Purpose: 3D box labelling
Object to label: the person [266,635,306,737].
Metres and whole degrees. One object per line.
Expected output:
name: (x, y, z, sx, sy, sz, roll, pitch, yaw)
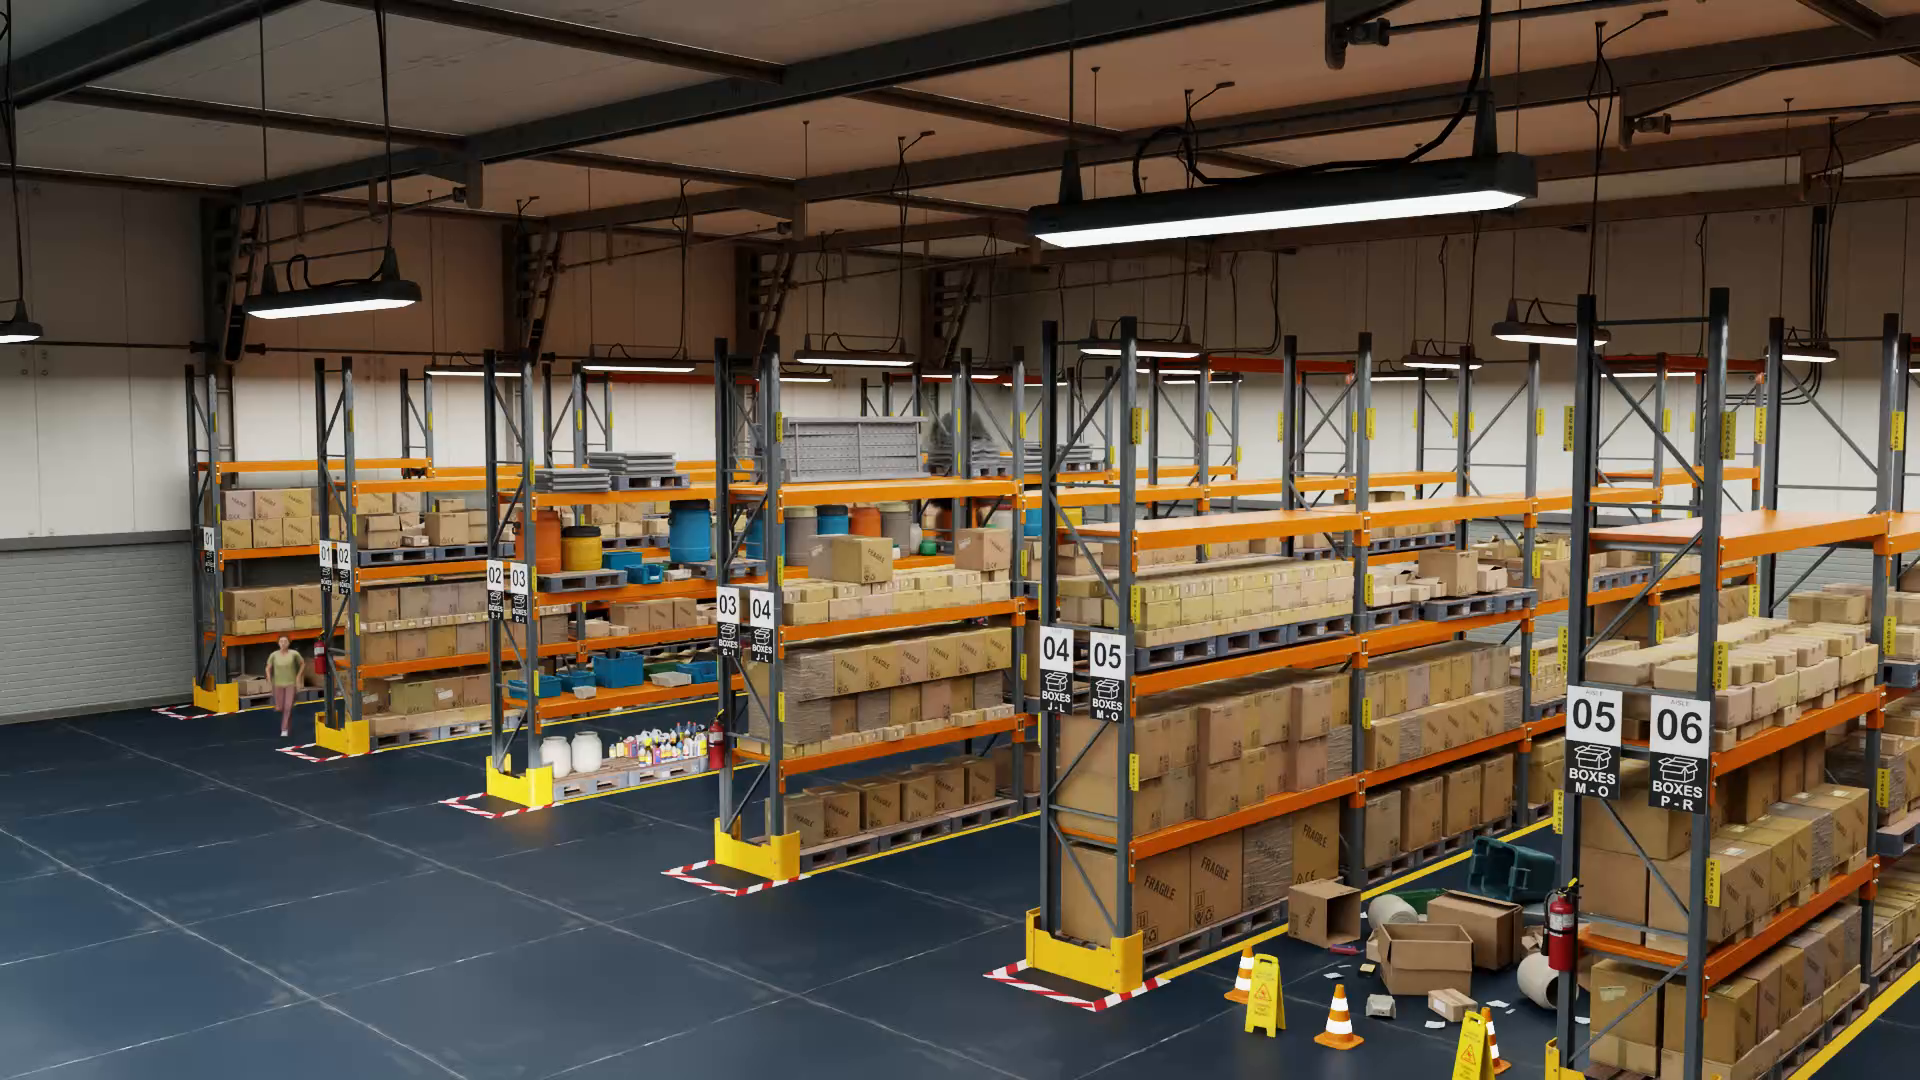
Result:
person: (-10.832, 2.317, 26.726, 0.591, 1.623, 0.688, -1, 5, -14)
